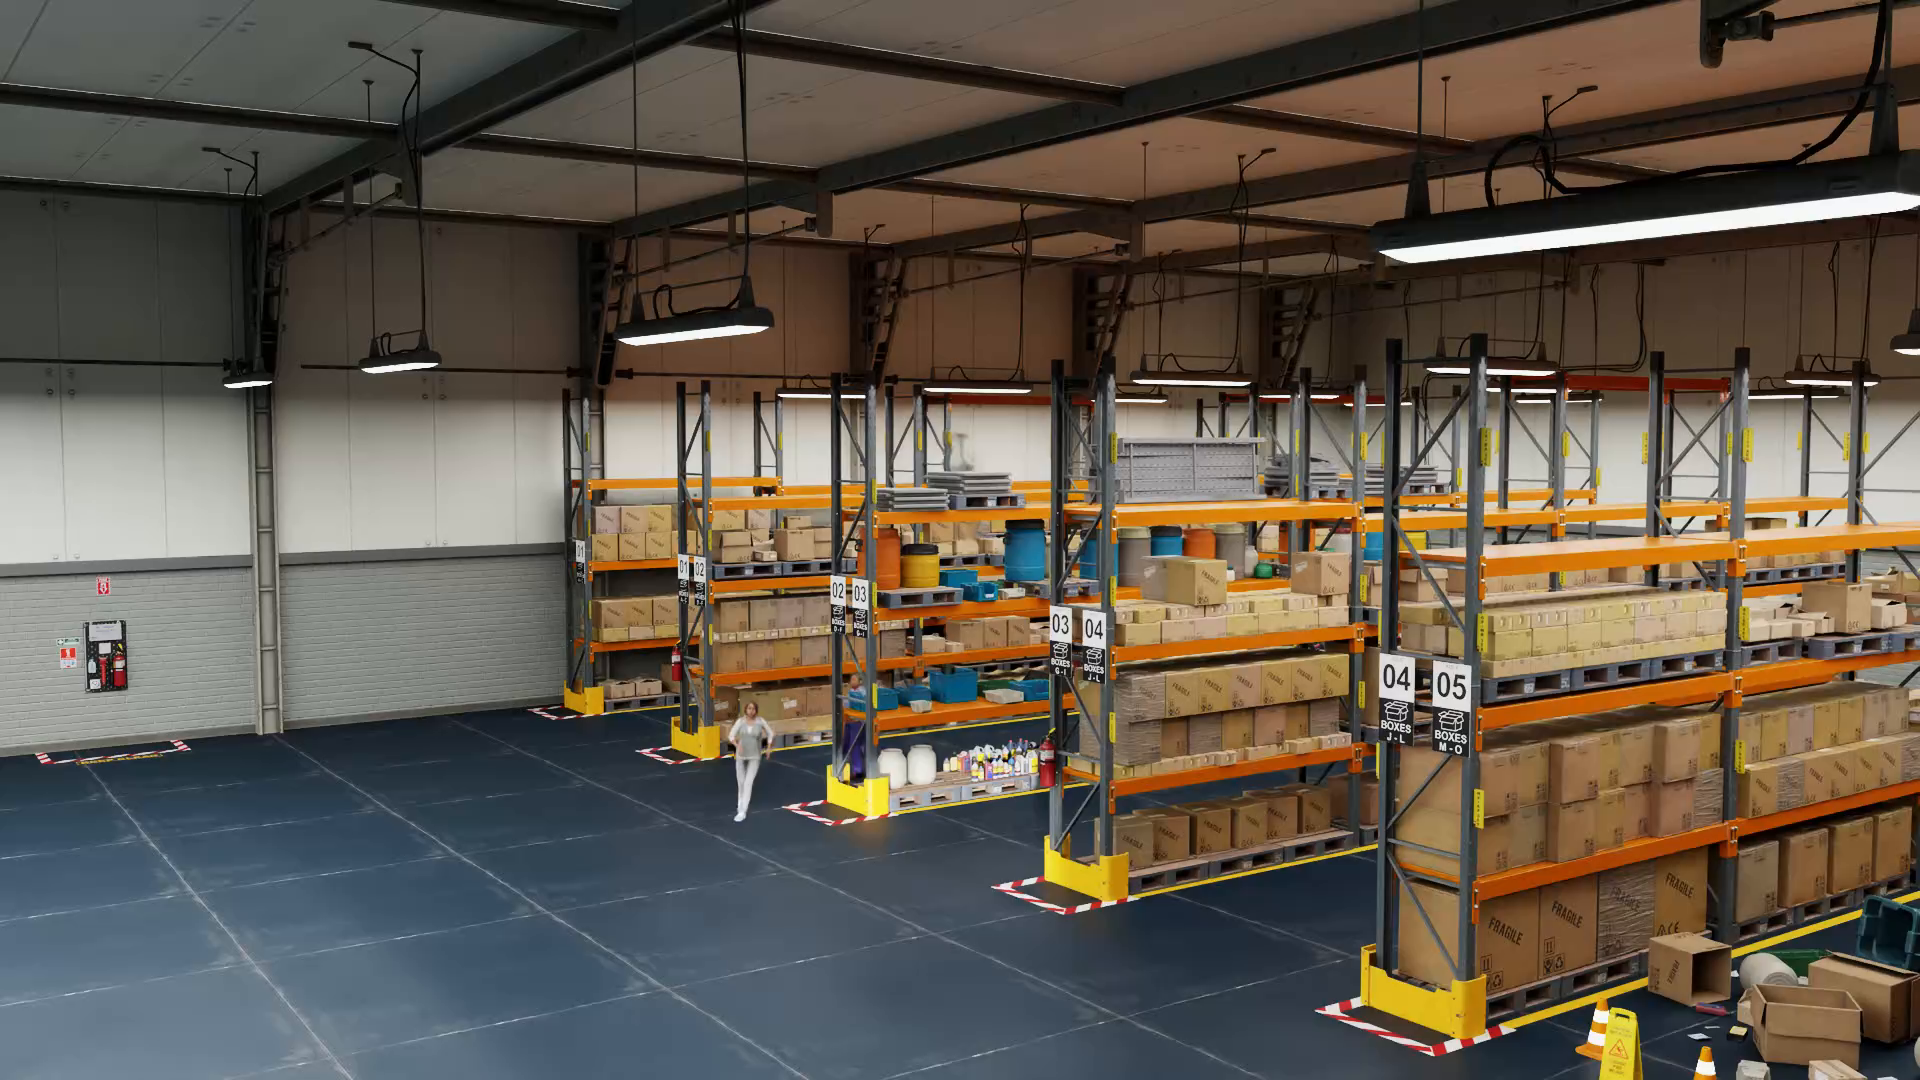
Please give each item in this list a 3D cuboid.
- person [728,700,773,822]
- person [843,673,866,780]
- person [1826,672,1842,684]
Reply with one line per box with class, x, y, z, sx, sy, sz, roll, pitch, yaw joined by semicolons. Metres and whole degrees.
person;-2.807;2.925;22.248;0.592;1.554;0.876;0;4;2
person;-1.554;2.774;24.843;0.551;1.593;0.607;-4;5;-44
person;13.080;2.714;24.776;0.598;1.738;0.667;-3;5;-42
